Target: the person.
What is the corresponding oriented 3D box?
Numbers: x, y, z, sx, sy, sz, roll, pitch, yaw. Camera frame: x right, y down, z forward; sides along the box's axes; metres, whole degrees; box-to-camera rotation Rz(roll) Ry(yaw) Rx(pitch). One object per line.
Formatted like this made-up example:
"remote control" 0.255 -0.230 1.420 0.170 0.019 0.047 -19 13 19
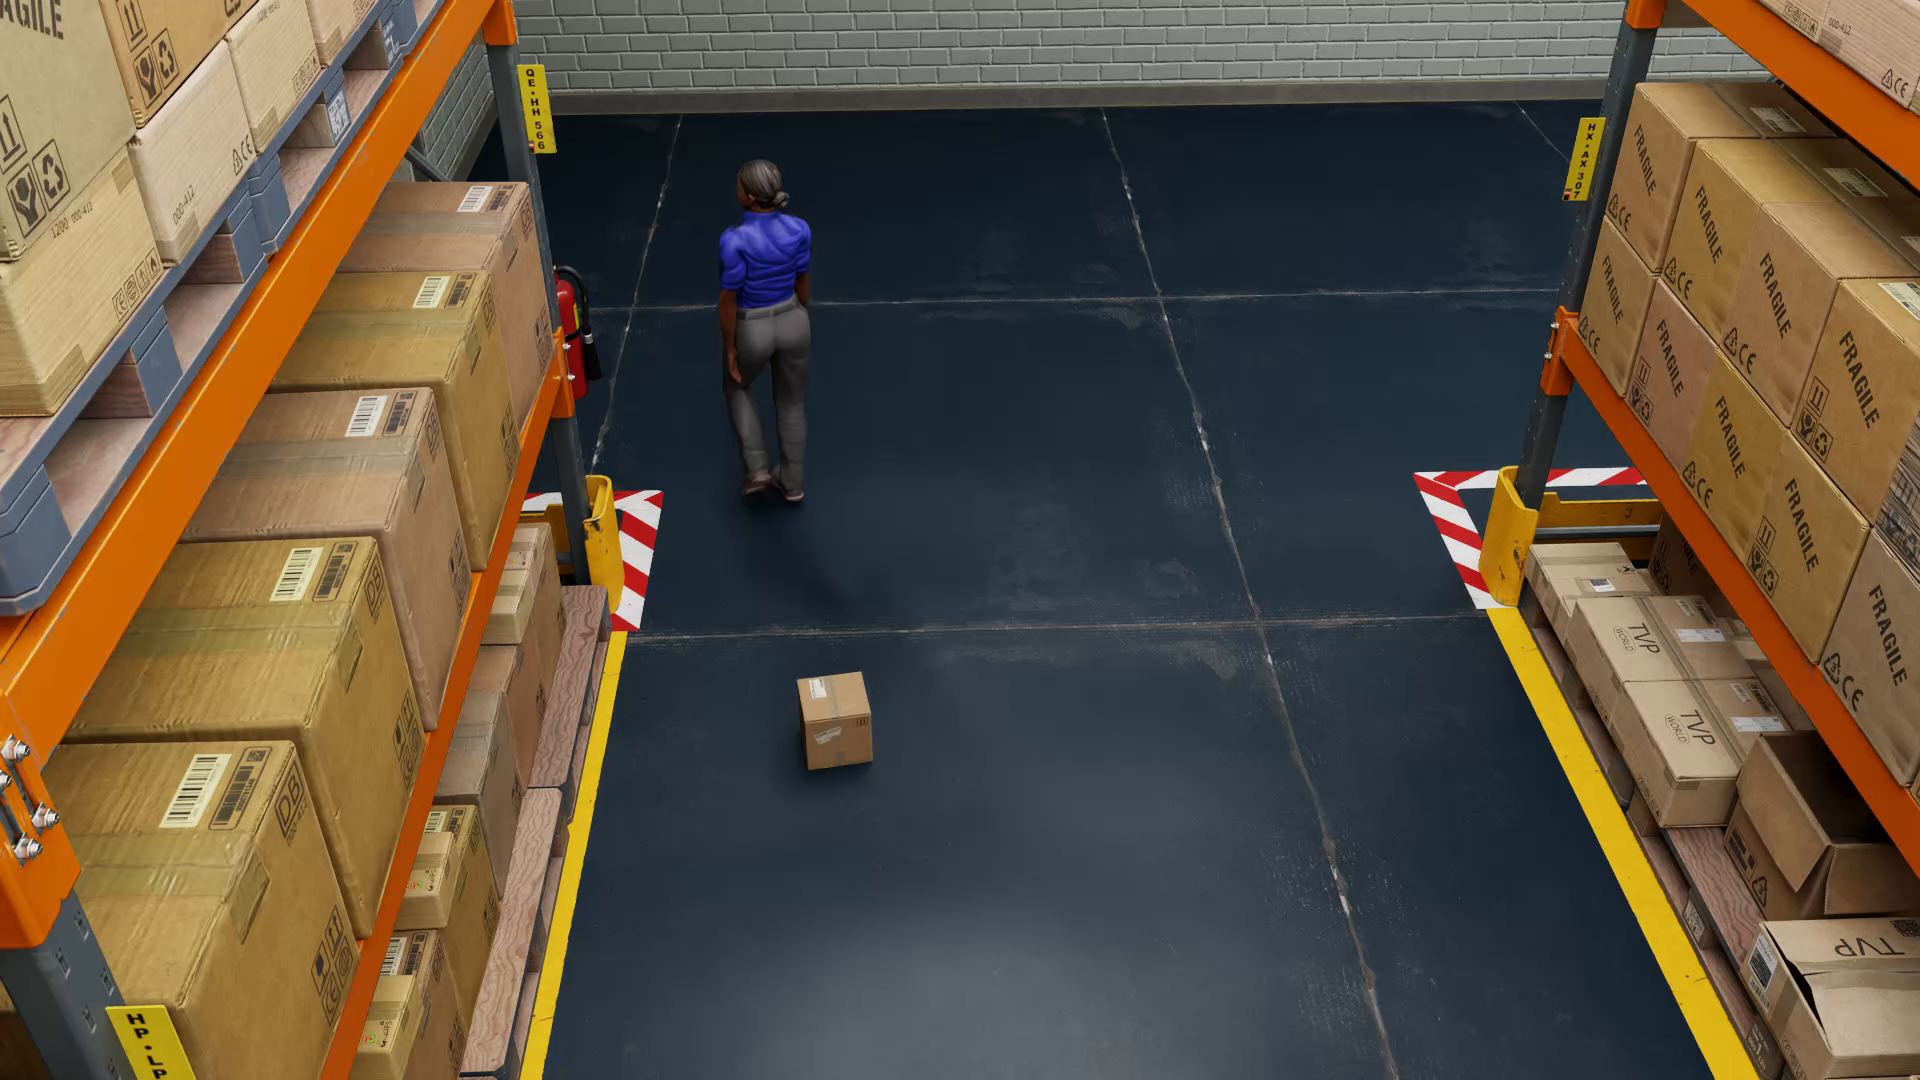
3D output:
"person" -0.874 -0.911 7.424 0.452 1.706 0.407 -13 38 -18
